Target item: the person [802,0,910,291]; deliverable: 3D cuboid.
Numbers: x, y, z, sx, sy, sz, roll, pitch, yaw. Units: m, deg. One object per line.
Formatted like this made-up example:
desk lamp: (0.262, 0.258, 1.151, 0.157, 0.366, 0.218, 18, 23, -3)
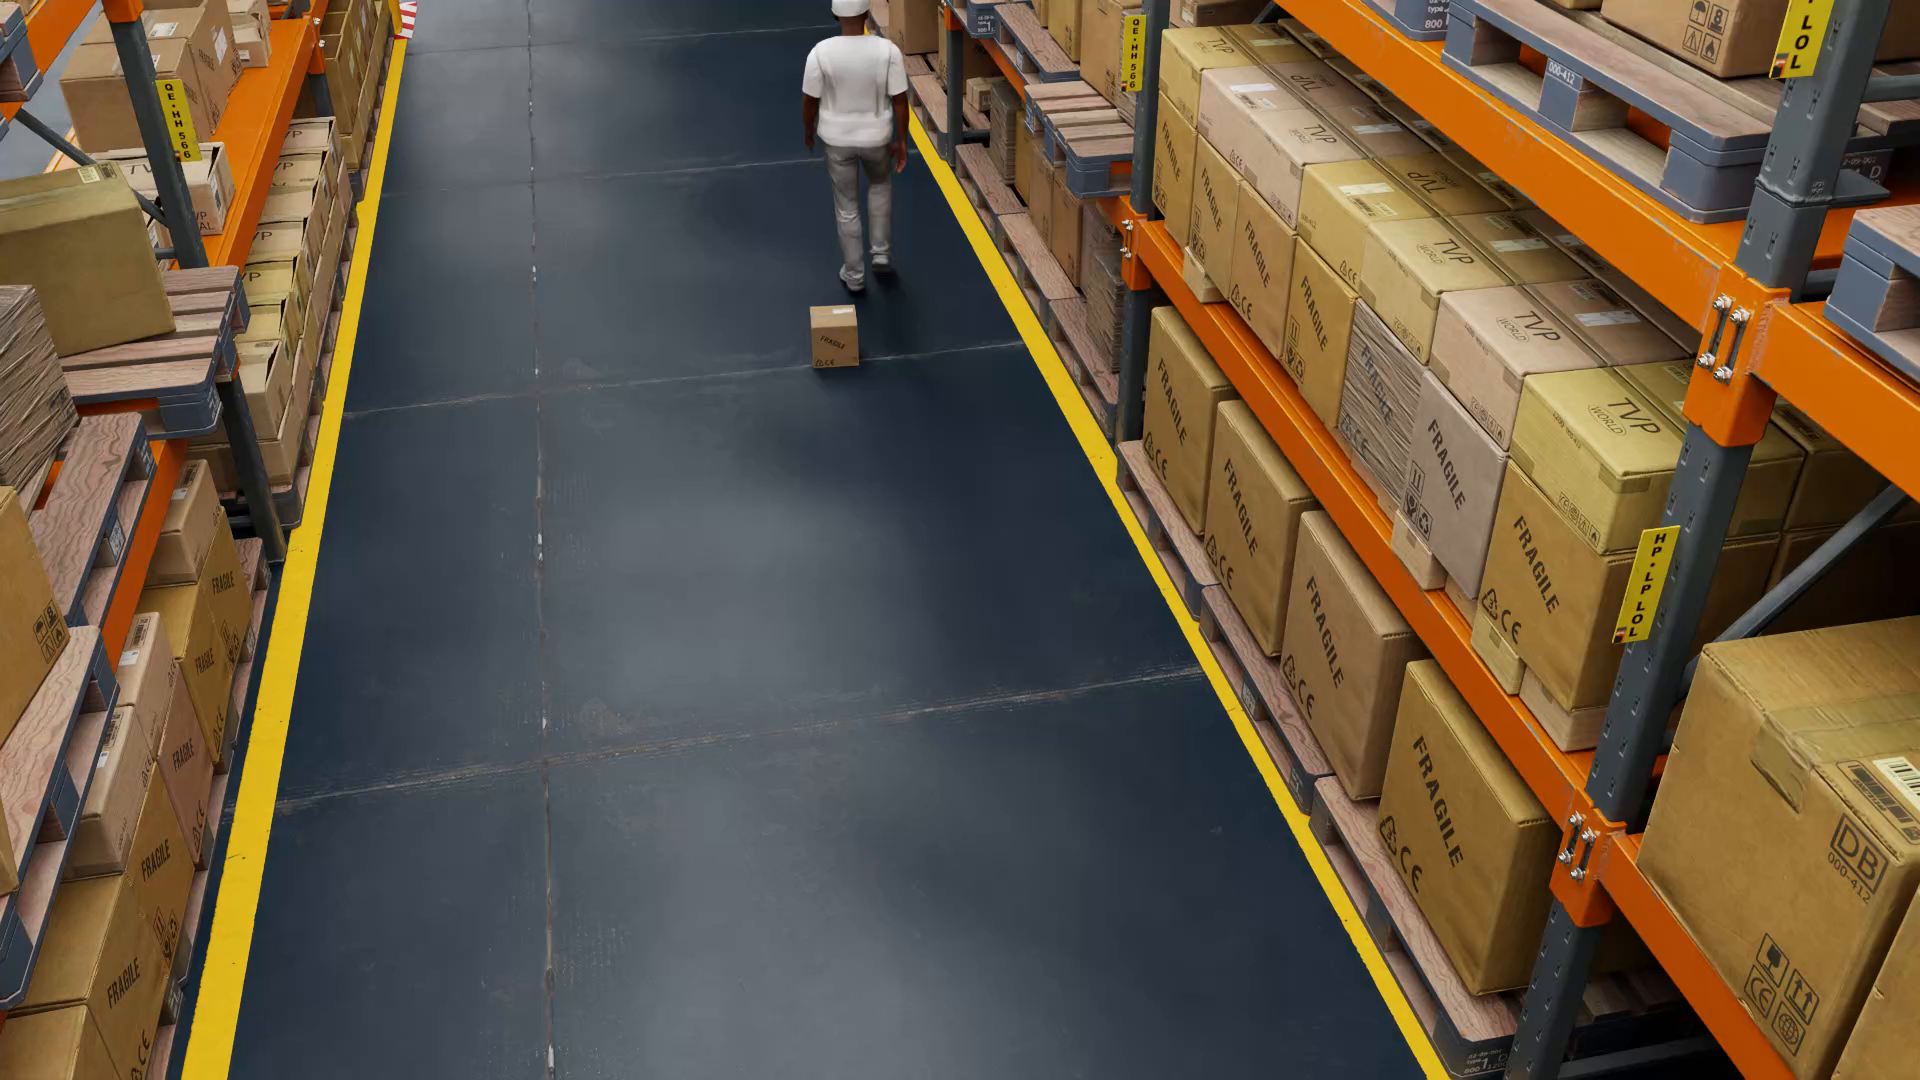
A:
person: (-0.598, -2.288, 9.487, 0.584, 1.808, 0.482, -6, 35, -8)
